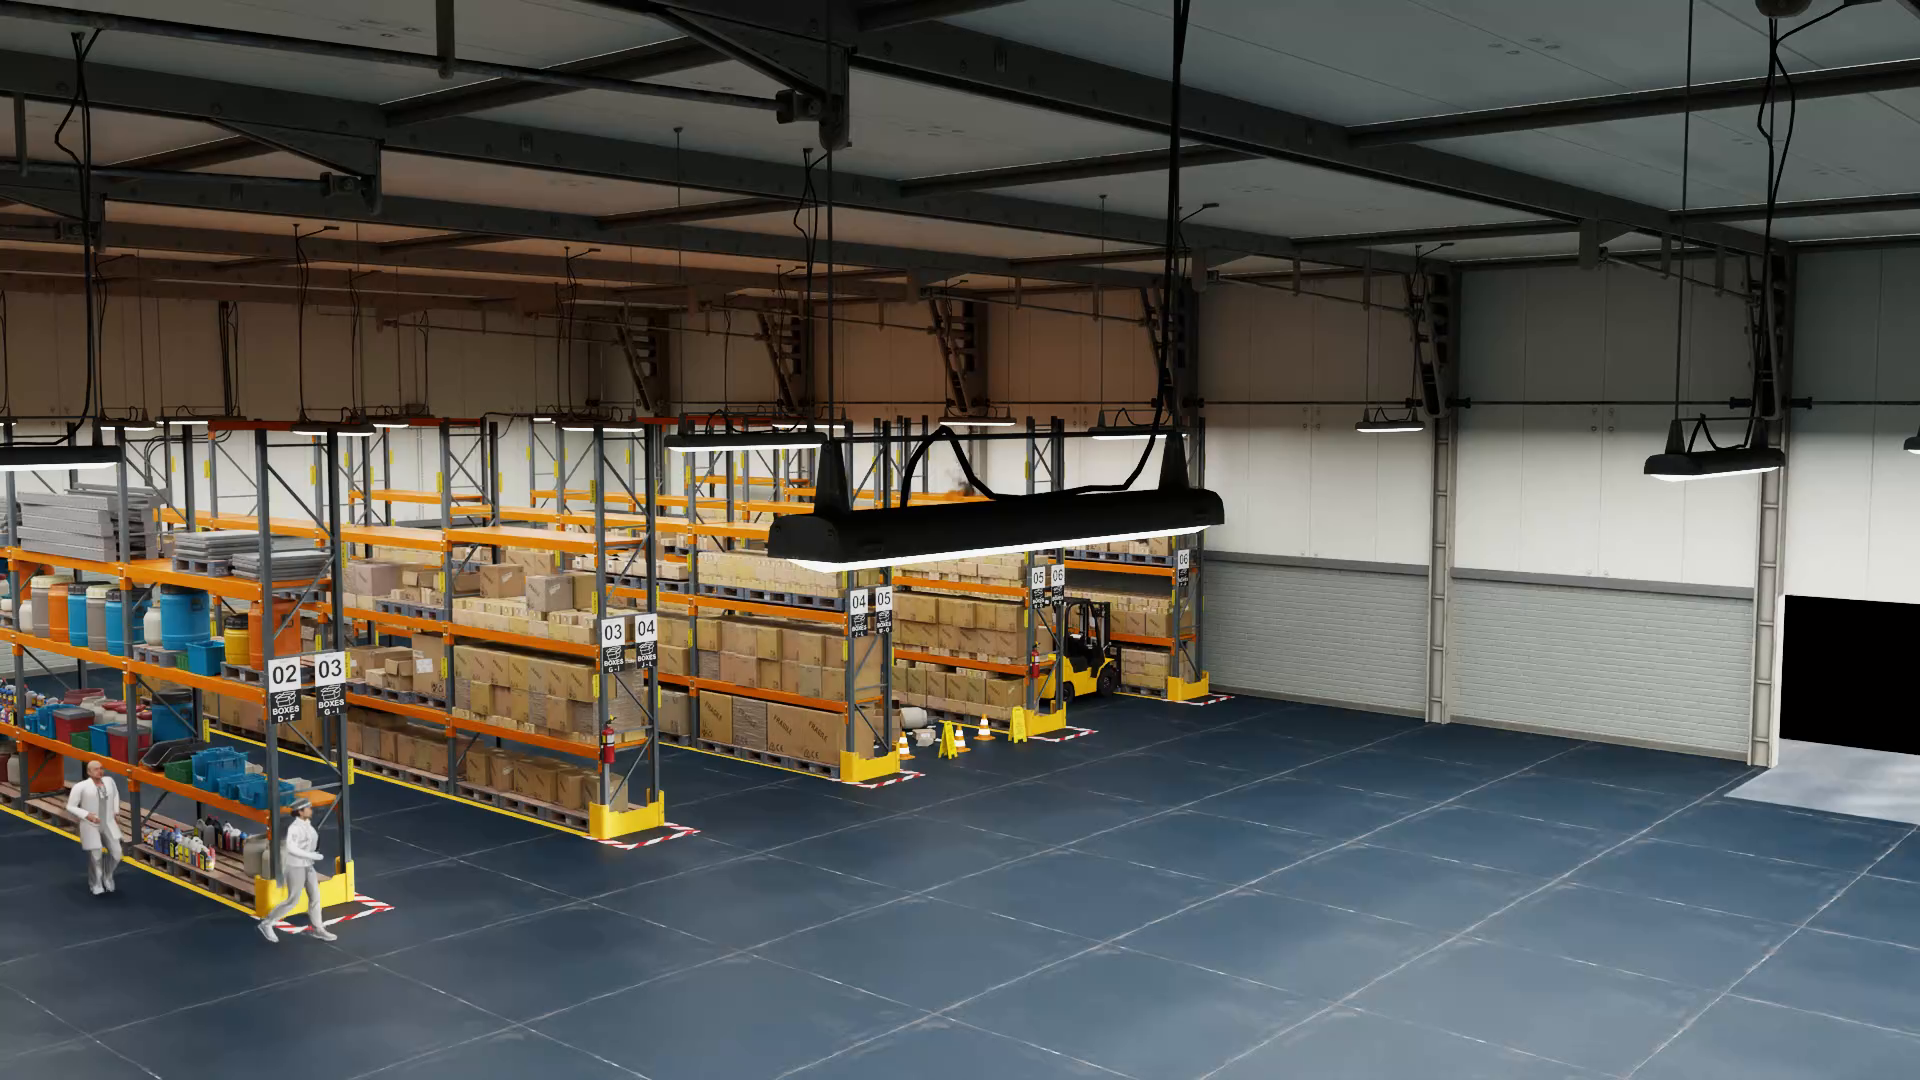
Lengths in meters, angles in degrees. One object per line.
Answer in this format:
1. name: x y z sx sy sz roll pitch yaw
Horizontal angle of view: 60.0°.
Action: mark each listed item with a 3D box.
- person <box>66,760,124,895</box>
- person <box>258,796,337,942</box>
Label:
1. person: -11.017 3.687 21.268 0.654 1.746 0.709 4 6 40
2. person: -7.764 3.855 19.553 0.855 1.691 0.664 0 5 -4
